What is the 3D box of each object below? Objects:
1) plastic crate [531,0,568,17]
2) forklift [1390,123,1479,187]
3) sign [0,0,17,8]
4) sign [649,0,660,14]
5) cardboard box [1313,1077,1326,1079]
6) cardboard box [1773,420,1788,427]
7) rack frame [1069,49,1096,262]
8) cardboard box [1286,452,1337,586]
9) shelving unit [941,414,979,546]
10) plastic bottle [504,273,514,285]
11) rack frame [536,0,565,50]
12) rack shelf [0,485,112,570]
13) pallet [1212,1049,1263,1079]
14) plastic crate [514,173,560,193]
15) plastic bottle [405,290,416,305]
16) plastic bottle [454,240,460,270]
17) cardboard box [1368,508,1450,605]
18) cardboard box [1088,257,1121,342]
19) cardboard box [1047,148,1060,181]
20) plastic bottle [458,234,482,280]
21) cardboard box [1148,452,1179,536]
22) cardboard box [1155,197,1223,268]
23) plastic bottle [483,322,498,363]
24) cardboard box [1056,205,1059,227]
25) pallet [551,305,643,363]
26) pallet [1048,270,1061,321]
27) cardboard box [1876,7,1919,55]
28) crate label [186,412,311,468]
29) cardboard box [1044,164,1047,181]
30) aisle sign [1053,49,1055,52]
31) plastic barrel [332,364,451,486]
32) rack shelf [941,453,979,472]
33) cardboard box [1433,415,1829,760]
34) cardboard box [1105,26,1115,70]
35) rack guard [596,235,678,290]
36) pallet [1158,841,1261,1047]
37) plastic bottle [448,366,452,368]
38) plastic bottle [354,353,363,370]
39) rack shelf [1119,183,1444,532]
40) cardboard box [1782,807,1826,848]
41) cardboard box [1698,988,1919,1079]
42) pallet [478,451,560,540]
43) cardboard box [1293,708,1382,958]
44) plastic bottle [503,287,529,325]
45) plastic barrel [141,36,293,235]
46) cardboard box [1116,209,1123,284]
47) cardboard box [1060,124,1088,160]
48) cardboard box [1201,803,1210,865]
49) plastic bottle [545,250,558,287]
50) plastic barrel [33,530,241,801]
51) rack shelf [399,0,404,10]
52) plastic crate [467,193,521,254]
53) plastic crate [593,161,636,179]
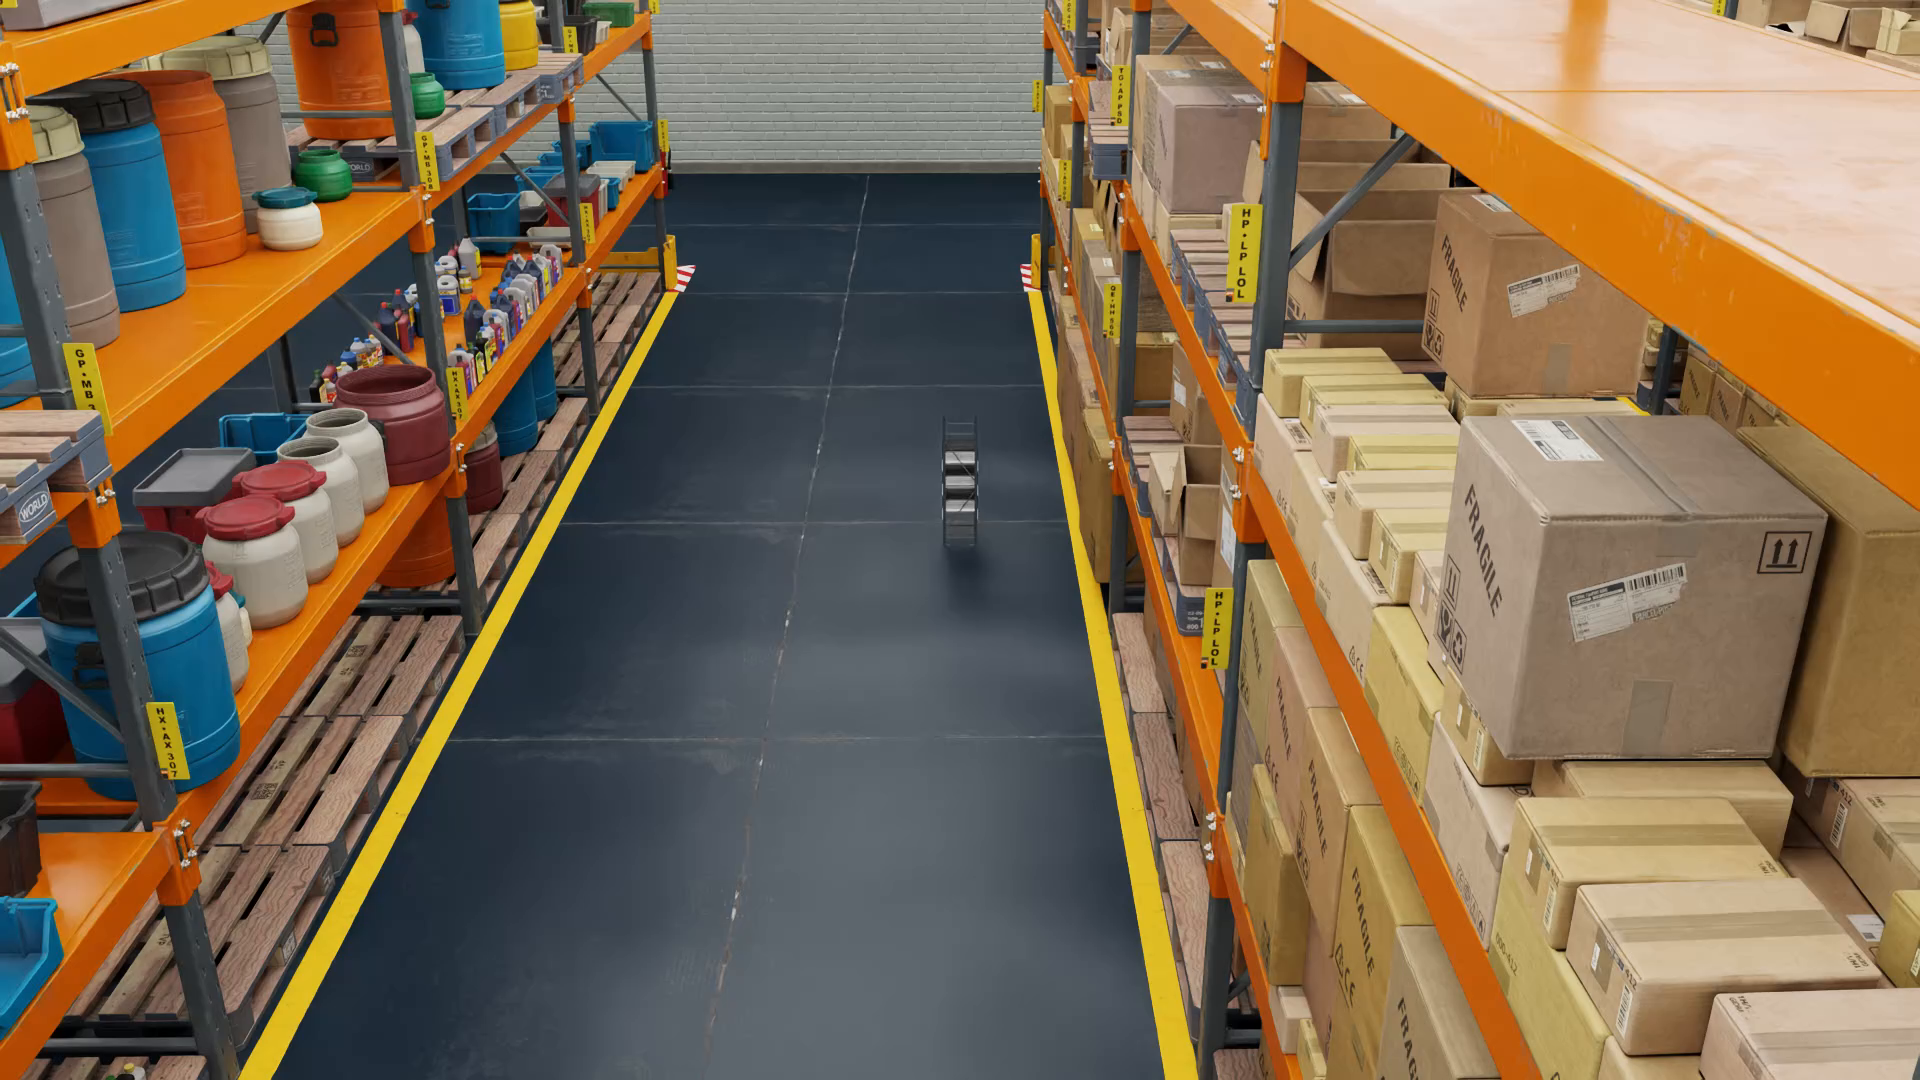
[{"bbox_3d":[-3.860,-4.786,15.127,0.504,0.338,0.767,0,24,-1],"label":"plastic crate"},{"bbox_3d":[3.620,-1.950,12.506,1.130,2.935,3.031,-15,28,-29],"label":"forklift"},{"bbox_3d":[-2.921,-1.770,4.996,0.100,0.325,0.005,0,24,-1],"label":"sign"},{"bbox_3d":[-3.052,-5.406,16.551,0.100,0.325,0.005,0,24,-1],"label":"sign"},{"bbox_3d":[1.213,1.667,4.730,0.380,0.149,0.250,0,24,-1],"label":"cardboard box"},{"bbox_3d":[6.106,-0.539,11.825,0.500,0.500,0.500,-1,24,-3],"label":"cardboard box"},{"bbox_3d":[1.395,-2.452,13.532,1.000,3.000,0.127,0,24,-1],"label":"rack frame"},{"bbox_3d":[1.241,-0.050,4.761,0.500,0.250,0.500,0,24,-1],"label":"cardboard box"},{"bbox_3d":[0.000,-0.413,11.572,0.258,0.900,0.210,0,24,-1],"label":"shelving unit"},{"bbox_3d":[-3.346,-1.844,12.343,0.097,0.271,0.097,0,24,0],"label":"plastic bottle"},{"bbox_3d":[-3.558,-5.163,12.246,1.000,3.000,0.127,0,24,-1],"label":"rack frame"},{"bbox_3d":[-3.449,0.652,3.902,1.077,0.370,4.000,0,24,-1],"label":"rack shelf"},{"bbox_3d":[1.524,2.391,6.206,1.003,0.211,1.213,0,24,-1],"label":"pallet"},{"bbox_3d":[-3.911,-3.260,15.448,0.416,0.233,0.300,0,24,-1],"label":"plastic crate"},{"bbox_3d":[-3.948,-1.654,11.923,0.097,0.271,0.097,0,24,0],"label":"plastic bottle"},{"bbox_3d":[-3.981,-2.224,13.168,0.061,0.283,0.133,0,24,-1],"label":"plastic bottle"},{"bbox_3d":[1.229,0.037,4.087,0.380,0.149,0.250,-1,24,-2],"label":"cardboard box"},{"bbox_3d":[1.172,-1.681,11.705,0.500,0.500,0.500,0,24,0],"label":"cardboard box"},{"bbox_3d":[1.100,-3.547,15.775,0.500,0.250,0.500,-1,24,-2],"label":"cardboard box"},{"bbox_3d":[-3.878,-2.244,13.132,0.144,0.351,0.185,0,24,-1],"label":"plastic bottle"},{"bbox_3d":[1.226,-0.235,8.303,0.500,0.250,0.500,-1,24,-2],"label":"cardboard box"},{"bbox_3d":[1.209,-1.484,7.934,0.500,0.250,0.500,0,24,1],"label":"cardboard box"},{"bbox_3d":[-3.180,-1.332,11.210,0.097,0.271,0.097,0,24,0],"label":"plastic bottle"},{"bbox_3d":[1.052,-2.886,14.796,0.380,0.149,0.250,0,24,0],"label":"cardboard box"},{"bbox_3d":[-3.621,-1.966,15.841,1.003,0.211,1.213,0,24,-1],"label":"pallet"},{"bbox_3d":[1.438,-2.501,17.023,1.003,0.211,1.213,0,24,-1],"label":"pallet"},{"bbox_3d":[6.100,-3.241,10.586,0.396,0.266,0.258,0,24,-1],"label":"cardboard box"},{"bbox_3d":[-3.774,-0.387,8.923,0.502,0.435,0.616,0,24,-1],"label":"crate label"},{"bbox_3d":[1.032,-3.627,16.434,0.380,0.149,0.250,-1,24,-2],"label":"cardboard box"},{"bbox_3d":[1.050,-5.313,16.703,0.394,0.787,0.004,0,24,-1],"label":"aisle sign"},{"bbox_3d":[-3.207,-0.654,9.391,0.600,0.536,0.708,0,24,-1],"label":"plastic barrel"},{"bbox_3d":[0.000,-0.547,11.512,0.258,0.077,0.200,0,24,-1],"label":"rack shelf"},{"bbox_3d":[1.256,0.079,3.206,0.500,0.500,0.500,0,24,-1],"label":"cardboard box"},{"bbox_3d":[1.316,-3.517,11.845,0.500,0.311,0.500,-1,24,-2],"label":"cardboard box"},{"bbox_3d":[-3.615,-2.949,17.664,1.175,0.500,0.348,0,24,-1],"label":"rack guard"},{"bbox_3d":[1.472,1.794,7.527,1.003,0.211,1.213,0,24,-1],"label":"pallet"},{"bbox_3d":[-3.170,-0.951,10.368,0.097,0.271,0.097,0,24,0],"label":"plastic bottle"},{"bbox_3d":[-3.934,-1.119,10.825,0.097,0.201,0.097,0,24,0],"label":"plastic bottle"},{"bbox_3d":[1.460,-1.019,7.596,1.077,0.370,4.000,0,24,-1],"label":"rack shelf"},{"bbox_3d":[1.765,0.578,3.374,0.500,0.250,0.500,0,24,-1],"label":"cardboard box"},{"bbox_3d":[1.325,0.792,2.418,0.380,0.149,0.250,-1,24,-2],"label":"cardboard box"},{"bbox_3d":[-3.575,-0.337,12.240,1.003,0.211,1.213,0,24,-1],"label":"pallet"},{"bbox_3d":[1.244,0.806,4.632,0.500,0.500,0.500,0,24,-1],"label":"cardboard box"},{"bbox_3d":[-3.217,-1.703,12.026,0.152,0.276,0.135,0,24,-1],"label":"plastic bottle"},{"bbox_3d":[-3.723,-2.037,8.367,0.600,0.901,0.600,0,24,0],"label":"plastic barrel"},{"bbox_3d":[1.442,-1.876,10.920,0.797,0.503,0.637,0,24,1],"label":"cardboard box"},{"bbox_3d":[1.121,-3.256,14.220,0.500,0.500,0.500,0,24,0],"label":"cardboard box"},{"bbox_3d":[1.510,1.333,7.662,0.700,0.500,0.500,0,24,-1],"label":"cardboard box"},{"bbox_3d":[-3.182,-2.121,12.941,0.061,0.283,0.133,0,24,-1],"label":"plastic bottle"},{"bbox_3d":[-3.172,0.478,6.446,0.600,0.901,0.708,0,24,-1],"label":"plastic barrel"},{"bbox_3d":[-3.536,-3.829,10.655,1.077,0.370,4.000,0,24,-1],"label":"rack shelf"},{"bbox_3d":[-3.904,-2.641,13.896,0.392,0.384,0.575,0,24,-1],"label":"plastic crate"},{"bbox_3d":[-3.412,-3.650,16.428,0.396,0.136,0.243,0,24,-1],"label":"plastic crate"}]
